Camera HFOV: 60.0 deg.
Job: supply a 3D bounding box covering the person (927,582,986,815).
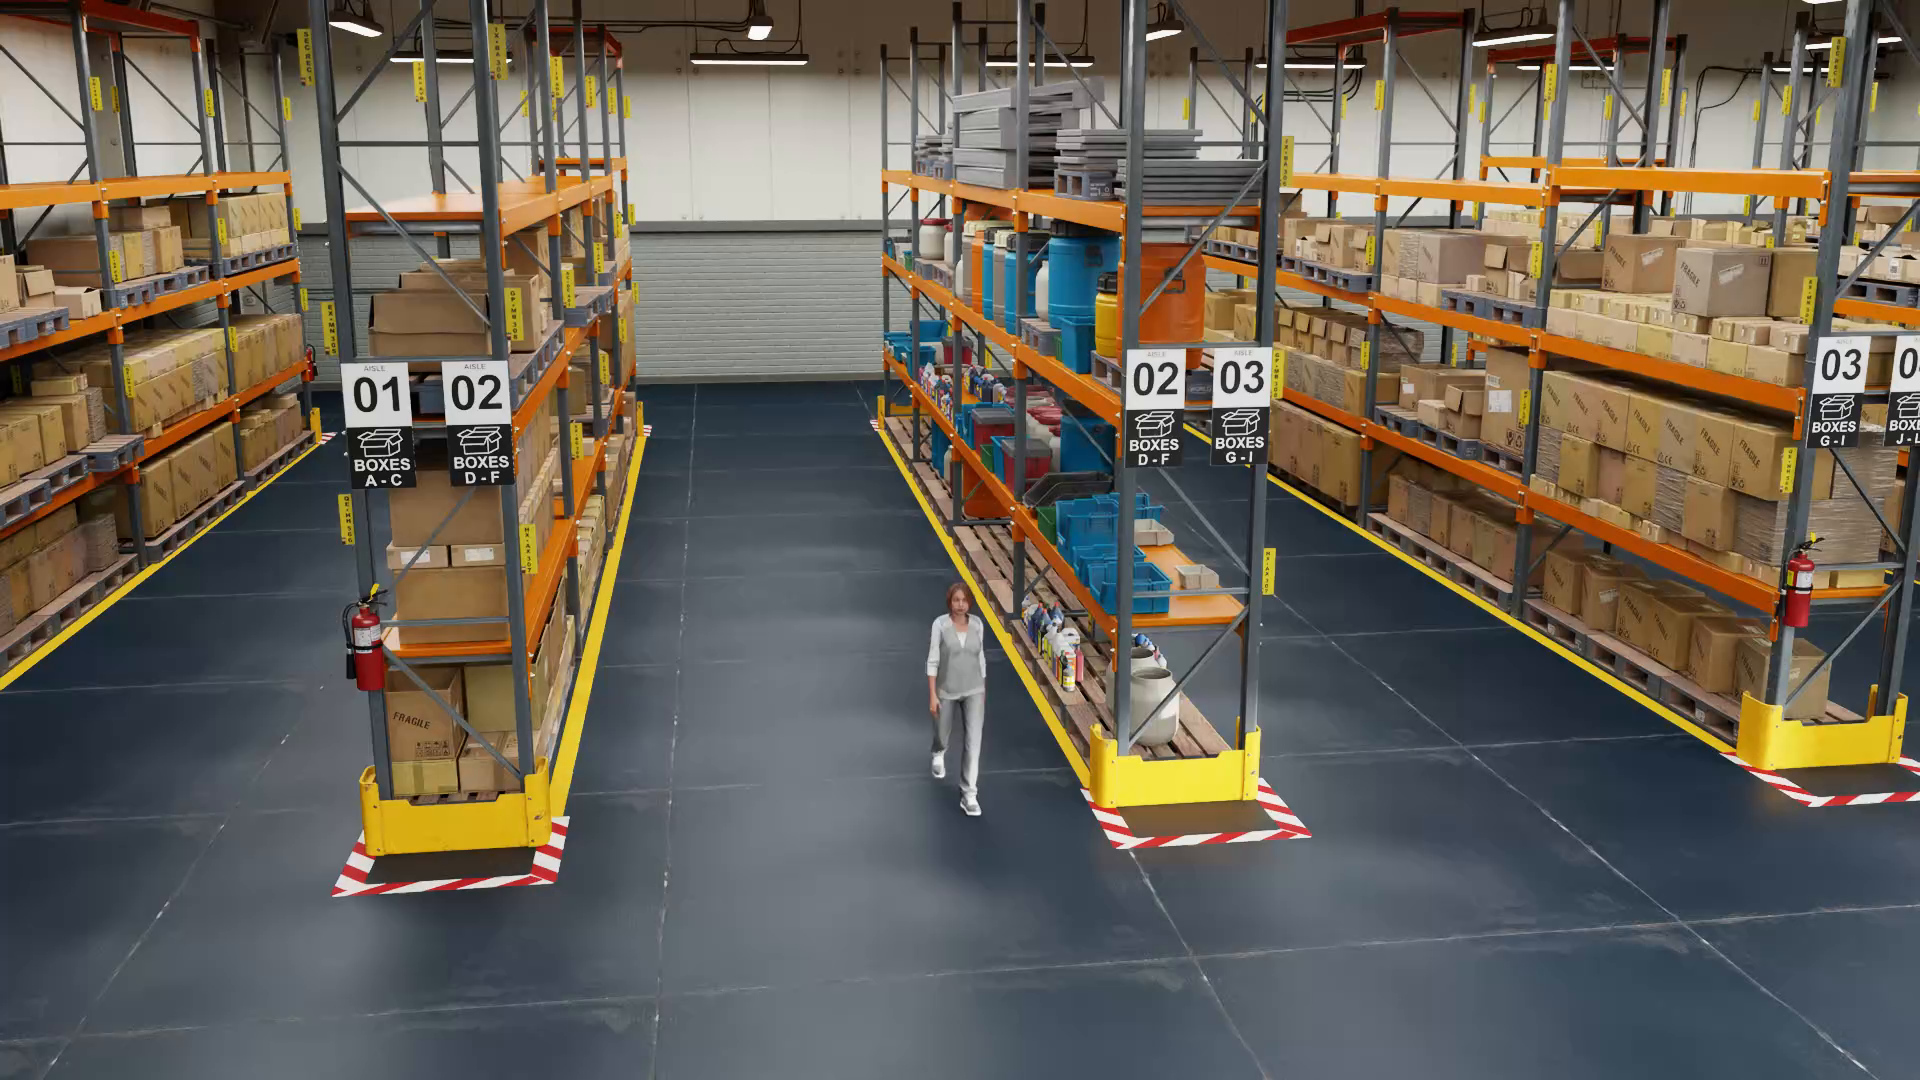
[{"bbox_3d":[-0.024,1.054,11.563,0.424,1.562,0.813,-2,14,-9],"label":"person"}]
